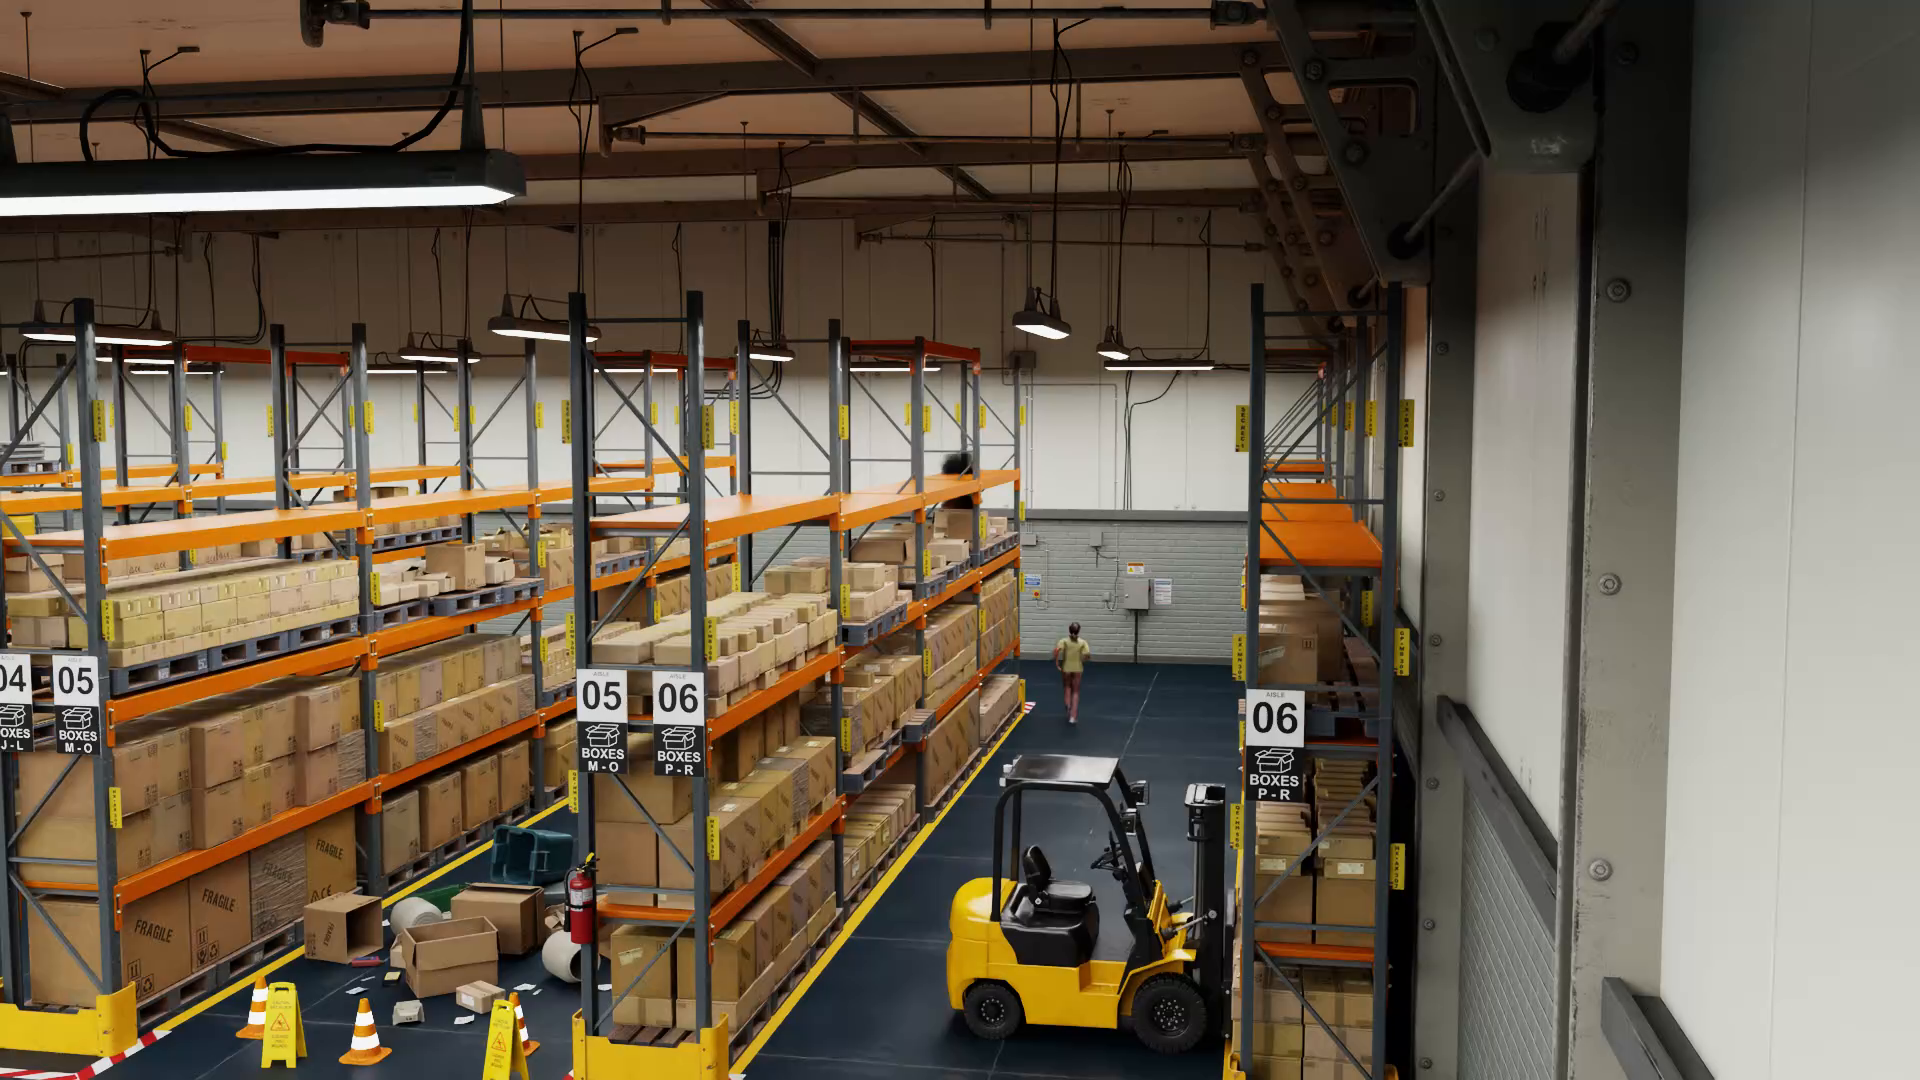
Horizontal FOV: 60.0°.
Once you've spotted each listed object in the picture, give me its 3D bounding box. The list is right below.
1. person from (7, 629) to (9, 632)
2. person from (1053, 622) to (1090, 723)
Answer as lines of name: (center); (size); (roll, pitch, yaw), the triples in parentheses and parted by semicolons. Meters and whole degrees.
person: (-17.292, 1.844, 30.386); (0.627, 1.844, 0.802); (0, 5, 1)
person: (1.824, 2.141, 27.034); (0.588, 1.633, 0.634); (1, 5, 8)
